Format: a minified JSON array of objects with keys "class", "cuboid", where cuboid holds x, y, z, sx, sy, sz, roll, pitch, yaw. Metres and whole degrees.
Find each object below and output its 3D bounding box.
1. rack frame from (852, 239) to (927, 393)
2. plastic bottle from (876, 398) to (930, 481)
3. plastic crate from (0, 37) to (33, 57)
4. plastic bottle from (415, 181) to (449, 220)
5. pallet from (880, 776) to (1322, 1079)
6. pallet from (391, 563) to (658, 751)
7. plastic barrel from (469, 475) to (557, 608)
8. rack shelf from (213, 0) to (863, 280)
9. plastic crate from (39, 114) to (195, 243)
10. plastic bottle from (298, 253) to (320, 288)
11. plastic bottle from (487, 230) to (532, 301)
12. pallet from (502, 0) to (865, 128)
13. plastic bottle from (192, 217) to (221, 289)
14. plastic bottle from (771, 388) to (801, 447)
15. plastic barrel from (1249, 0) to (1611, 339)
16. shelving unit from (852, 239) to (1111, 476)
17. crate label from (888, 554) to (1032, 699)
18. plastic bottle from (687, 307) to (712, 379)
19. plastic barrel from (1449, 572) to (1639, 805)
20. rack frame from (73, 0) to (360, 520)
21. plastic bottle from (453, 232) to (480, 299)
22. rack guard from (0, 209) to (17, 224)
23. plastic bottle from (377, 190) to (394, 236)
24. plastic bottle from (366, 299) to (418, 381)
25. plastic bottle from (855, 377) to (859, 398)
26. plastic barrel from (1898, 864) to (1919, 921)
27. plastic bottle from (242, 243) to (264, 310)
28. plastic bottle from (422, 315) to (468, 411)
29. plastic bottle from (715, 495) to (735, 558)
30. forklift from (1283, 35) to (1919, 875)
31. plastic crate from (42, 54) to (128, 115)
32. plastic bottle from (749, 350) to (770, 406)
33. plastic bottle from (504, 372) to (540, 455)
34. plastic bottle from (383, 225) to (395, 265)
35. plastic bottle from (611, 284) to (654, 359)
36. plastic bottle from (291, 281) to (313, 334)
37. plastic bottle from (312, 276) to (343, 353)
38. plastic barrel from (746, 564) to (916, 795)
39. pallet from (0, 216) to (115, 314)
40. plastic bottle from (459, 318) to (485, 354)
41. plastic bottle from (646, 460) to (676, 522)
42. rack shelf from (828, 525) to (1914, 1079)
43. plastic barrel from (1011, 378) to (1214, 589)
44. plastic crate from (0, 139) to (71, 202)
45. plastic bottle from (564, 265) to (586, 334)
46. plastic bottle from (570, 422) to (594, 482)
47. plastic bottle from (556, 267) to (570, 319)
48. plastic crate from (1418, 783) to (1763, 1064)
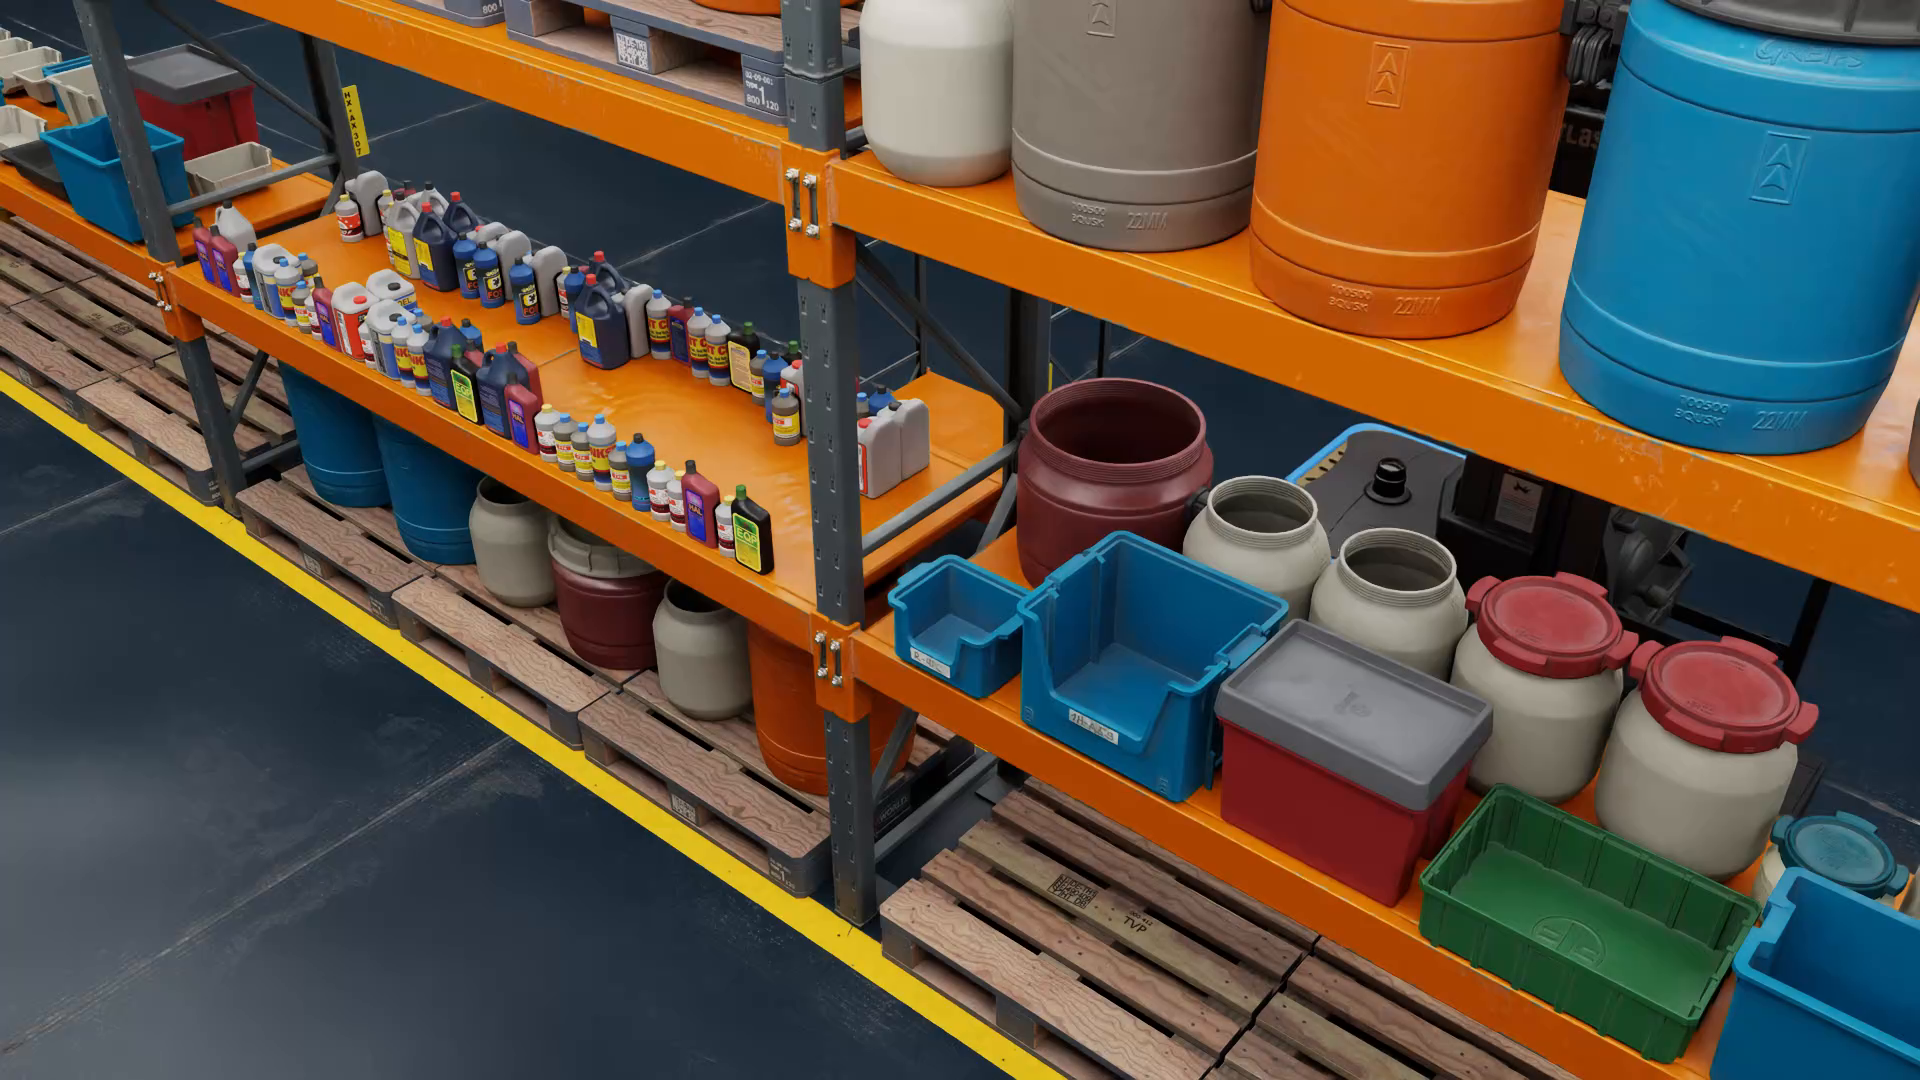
[{"class":"rack frame","cuboid":[-0.325,-0.771,7.549,0.032,1.500,0.500,25,42,32]},{"class":"plastic bottle","cuboid":[-0.199,-0.368,5.746,0.135,0.276,0.152,25,42,32]},{"class":"plastic crate","cuboid":[-5.265,-2.608,9.078,0.243,0.136,0.396,25,42,32]},{"class":"plastic bottle","cuboid":[-2.232,-1.360,7.124,0.185,0.351,0.144,25,42,32]},{"class":"pallet","cuboid":[0.497,1.325,5.634,1.213,0.211,1.003,25,42,32]},{"class":"pallet","cuboid":[-1.639,0.318,7.101,1.213,0.211,1.003,25,42,32]},{"class":"plastic barrel","cuboid":[-1.819,-0.014,6.948,0.421,0.512,0.421,0,34,0]},{"class":"rack shelf","cuboid":[-1.610,-1.786,5.687,4.000,0.370,1.077,25,42,32]},{"class":"plastic crate","cuboid":[-3.724,-1.610,7.406,0.575,0.384,0.392,25,42,32]},{"class":"plastic bottle","cuboid":[-2.689,-1.084,6.854,0.097,0.201,0.097,0,34,0]},{"class":"plastic bottle","cuboid":[-1.866,-1.154,6.890,0.135,0.276,0.152,25,42,32]},{"class":"pallet","cuboid":[-0.599,-1.600,4.948,1.213,0.211,1.003,25,42,32]},{"class":"plastic bottle","cuboid":[-3.139,-1.204,6.957,0.133,0.283,0.061,25,42,32]},{"class":"plastic bottle","cuboid":[-0.620,-0.444,5.923,0.097,0.201,0.097,0,34,0]},{"class":"plastic barrel","cuboid":[0.922,-0.907,3.392,0.708,0.830,0.600,25,42,32]},{"class":"shelving unit","cuboid":[0.059,-0.591,7.285,1.083,1.500,0.587,25,42,32]},{"class":"crate label","cuboid":[0.011,0.263,4.866,0.416,0.233,0.303,25,42,32]},{"class":"plastic bottle","cuboid":[-0.981,-0.755,6.314,0.097,0.271,0.097,0,34,0]},{"class":"plastic barrel","cuboid":[1.509,0.406,4.389,0.433,0.535,0.433,0,34,0]},{"class":"rack frame","cuboid":[-3.147,-1.571,7.388,0.127,3.000,1.000,25,42,32]},{"class":"plastic bottle","cuboid":[-2.035,-1.140,6.874,0.097,0.271,0.097,0,34,0]},{"class":"rack guard","cuboid":[-6.248,-1.992,10.210,0.348,0.500,1.175,25,42,32]},{"class":"plastic bottle","cuboid":[-2.531,-1.457,7.397,0.097,0.201,0.097,0,34,0]},{"class":"plastic bottle","cuboid":[-2.146,-0.767,6.327,0.135,0.276,0.152,25,42,32]},{"class":"plastic bottle","cuboid":[-0.422,-0.510,5.946,0.133,0.283,0.061,25,42,32]},{"class":"plastic barrel","cuboid":[2.406,0.829,3.774,0.433,0.535,0.433,0,34,0]},{"class":"plastic bottle","cuboid":[-2.861,-1.082,6.790,0.097,0.271,0.097,0,34,0]},{"class":"plastic bottle","cuboid":[-1.876,-0.668,6.116,0.185,0.351,0.144,25,42,32]},{"class":"plastic bottle","cuboid":[-0.734,-0.051,5.350,0.097,0.201,0.097,0,34,0]},{"class":"forklift","cuboid":[2.409,-0.062,5.251,3.031,2.935,1.130,25,42,32]},{"class":"plastic crate","cuboid":[-4.479,-2.343,8.607,0.300,0.233,0.416,25,42,32]},{"class":"plastic bottle","cuboid":[-0.729,-0.607,6.160,0.097,0.201,0.097,0,34,0]},{"class":"plastic bottle","cuboid":[-1.536,-0.449,5.857,0.133,0.283,0.061,25,42,32]},{"class":"plastic bottle","cuboid":[-2.422,-1.294,7.159,0.097,0.201,0.097,0,34,0]},{"class":"plastic bottle","cuboid":[-1.265,-0.871,6.478,0.135,0.276,0.152,25,42,32]},{"class":"plastic bottle","cuboid":[-2.608,-0.934,6.636,0.097,0.201,0.097,0,34,0]},{"class":"plastic bottle","cuboid":[-2.456,-0.883,6.489,0.133,0.283,0.061,25,42,32]},{"class":"plastic barrel","cuboid":[-0.460,0.430,6.021,0.708,0.830,0.600,25,42,32]},{"class":"pallet","cuboid":[-5.613,-1.555,9.827,1.213,0.211,1.003,25,42,32]},{"class":"plastic bottle","cuboid":[-1.832,-0.703,6.238,0.097,0.271,0.097,0,34,0]},{"class":"plastic bottle","cuboid":[-0.986,-0.170,5.523,0.097,0.201,0.097,0,34,0]},{"class":"rack shelf","cuboid":[1.464,0.899,4.427,4.000,0.370,1.077,25,42,32]},{"class":"plastic barrel","cuboid":[0.477,-0.142,5.187,0.708,0.536,0.600,25,42,32]},{"class":"plastic crate","cuboid":[-4.180,-1.771,7.869,0.590,0.125,0.437,25,42,32]},{"class":"plastic bottle","cuboid":[-1.517,-0.963,6.617,0.097,0.271,0.097,0,34,0]},{"class":"plastic bottle","cuboid":[-1.286,-0.311,5.728,0.097,0.201,0.097,0,34,0]},{"class":"plastic bottle","cuboid":[-1.581,-1.009,6.745,0.097,0.201,0.097,0,34,0]},{"class":"plastic crate","cuboid":[1.482,0.906,3.968,0.662,0.188,0.450,25,42,32]}]
